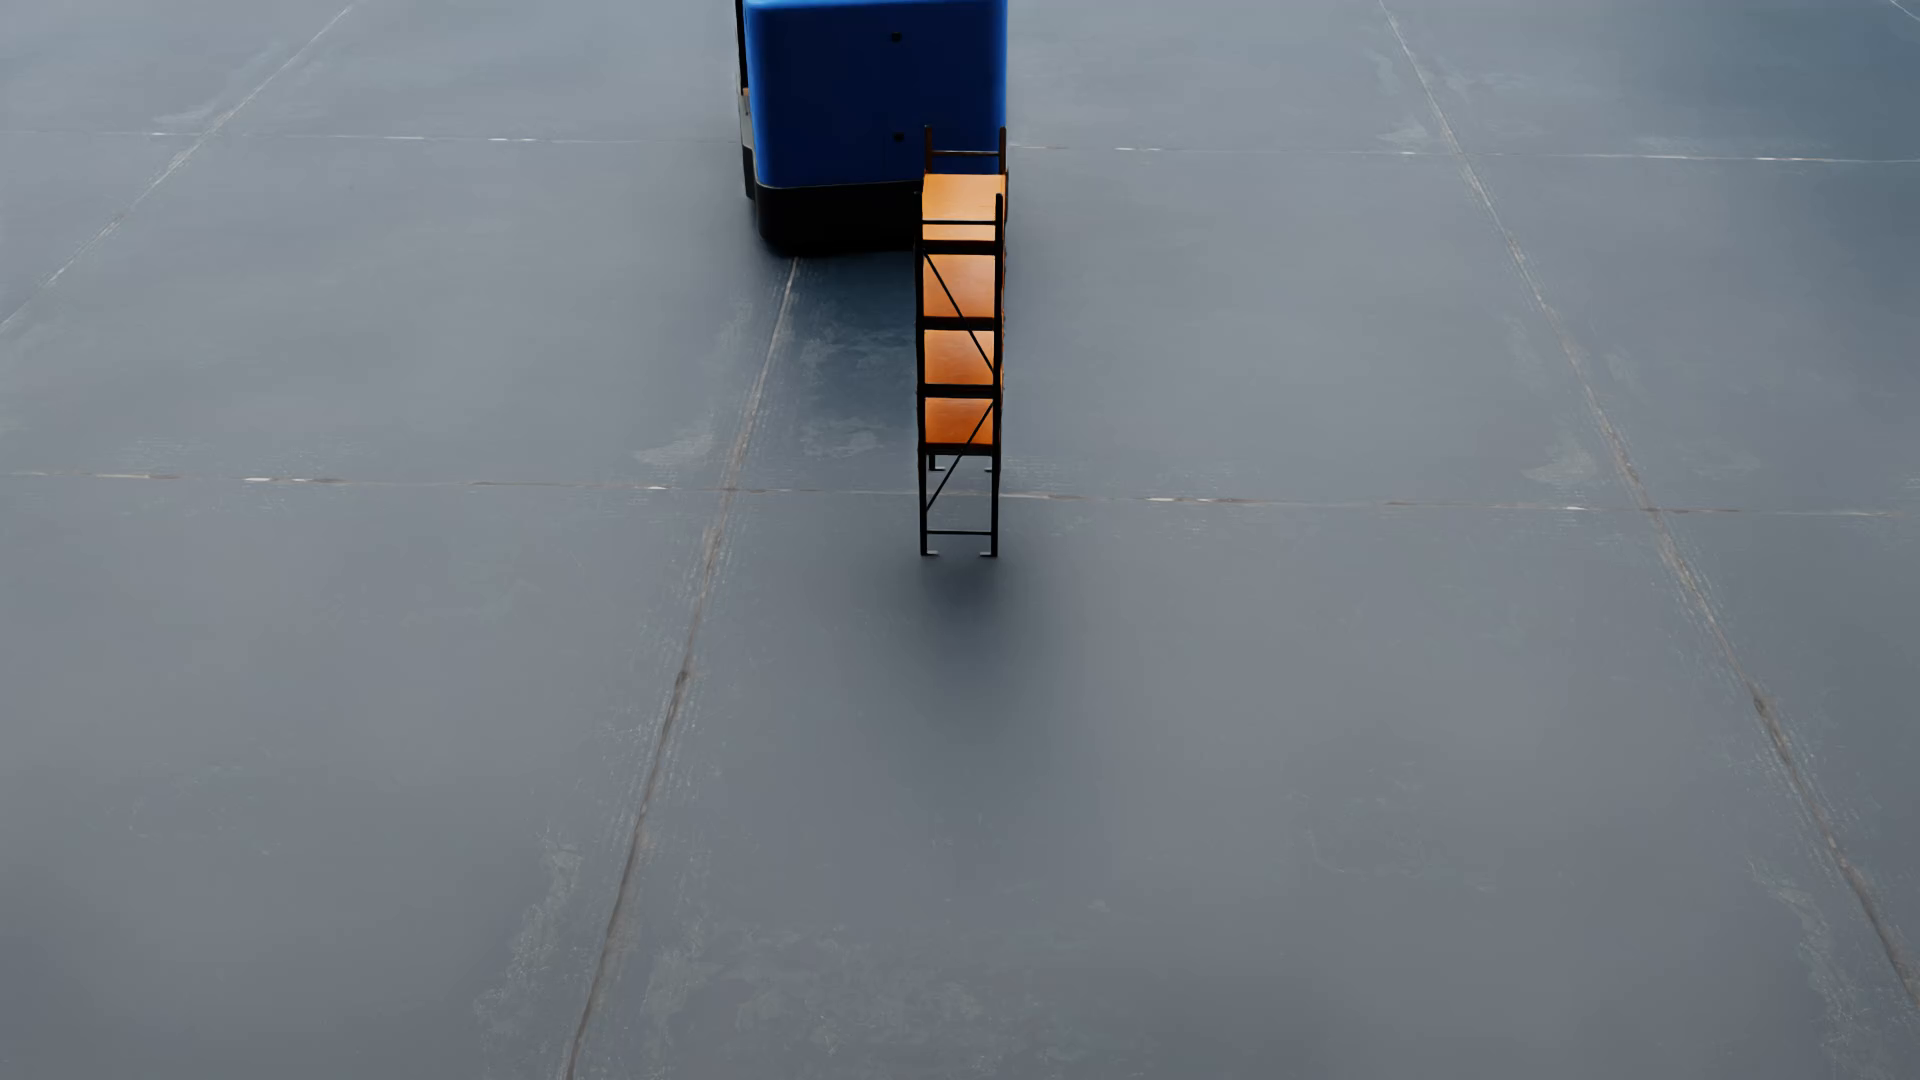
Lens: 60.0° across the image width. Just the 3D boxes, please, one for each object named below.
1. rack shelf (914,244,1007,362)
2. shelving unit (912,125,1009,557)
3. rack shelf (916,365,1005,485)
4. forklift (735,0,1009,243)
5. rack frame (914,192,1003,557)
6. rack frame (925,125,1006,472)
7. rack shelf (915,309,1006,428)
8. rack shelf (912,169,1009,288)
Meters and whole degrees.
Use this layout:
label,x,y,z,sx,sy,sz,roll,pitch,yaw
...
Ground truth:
label,x,y,z,sx,sy,sz,roll,pitch,yaw
rack shelf,0.007,-0.714,4.950,0.258,0.148,0.480,1,35,2
shelving unit,0.007,-0.586,5.040,0.258,1.200,0.503,1,35,2
rack shelf,0.007,-0.368,5.193,0.258,0.148,0.480,1,35,2
forklift,-0.520,-3.265,7.347,1.130,2.935,3.031,-5,35,-7
rack frame,-0.003,-0.446,4.841,0.240,1.200,0.015,1,35,2
rack frame,0.016,-0.726,5.240,0.240,1.200,0.015,1,35,2
rack shelf,0.007,-0.531,5.079,0.258,0.148,0.480,1,35,2
rack shelf,0.007,-0.907,4.814,0.258,0.148,0.480,1,35,2
